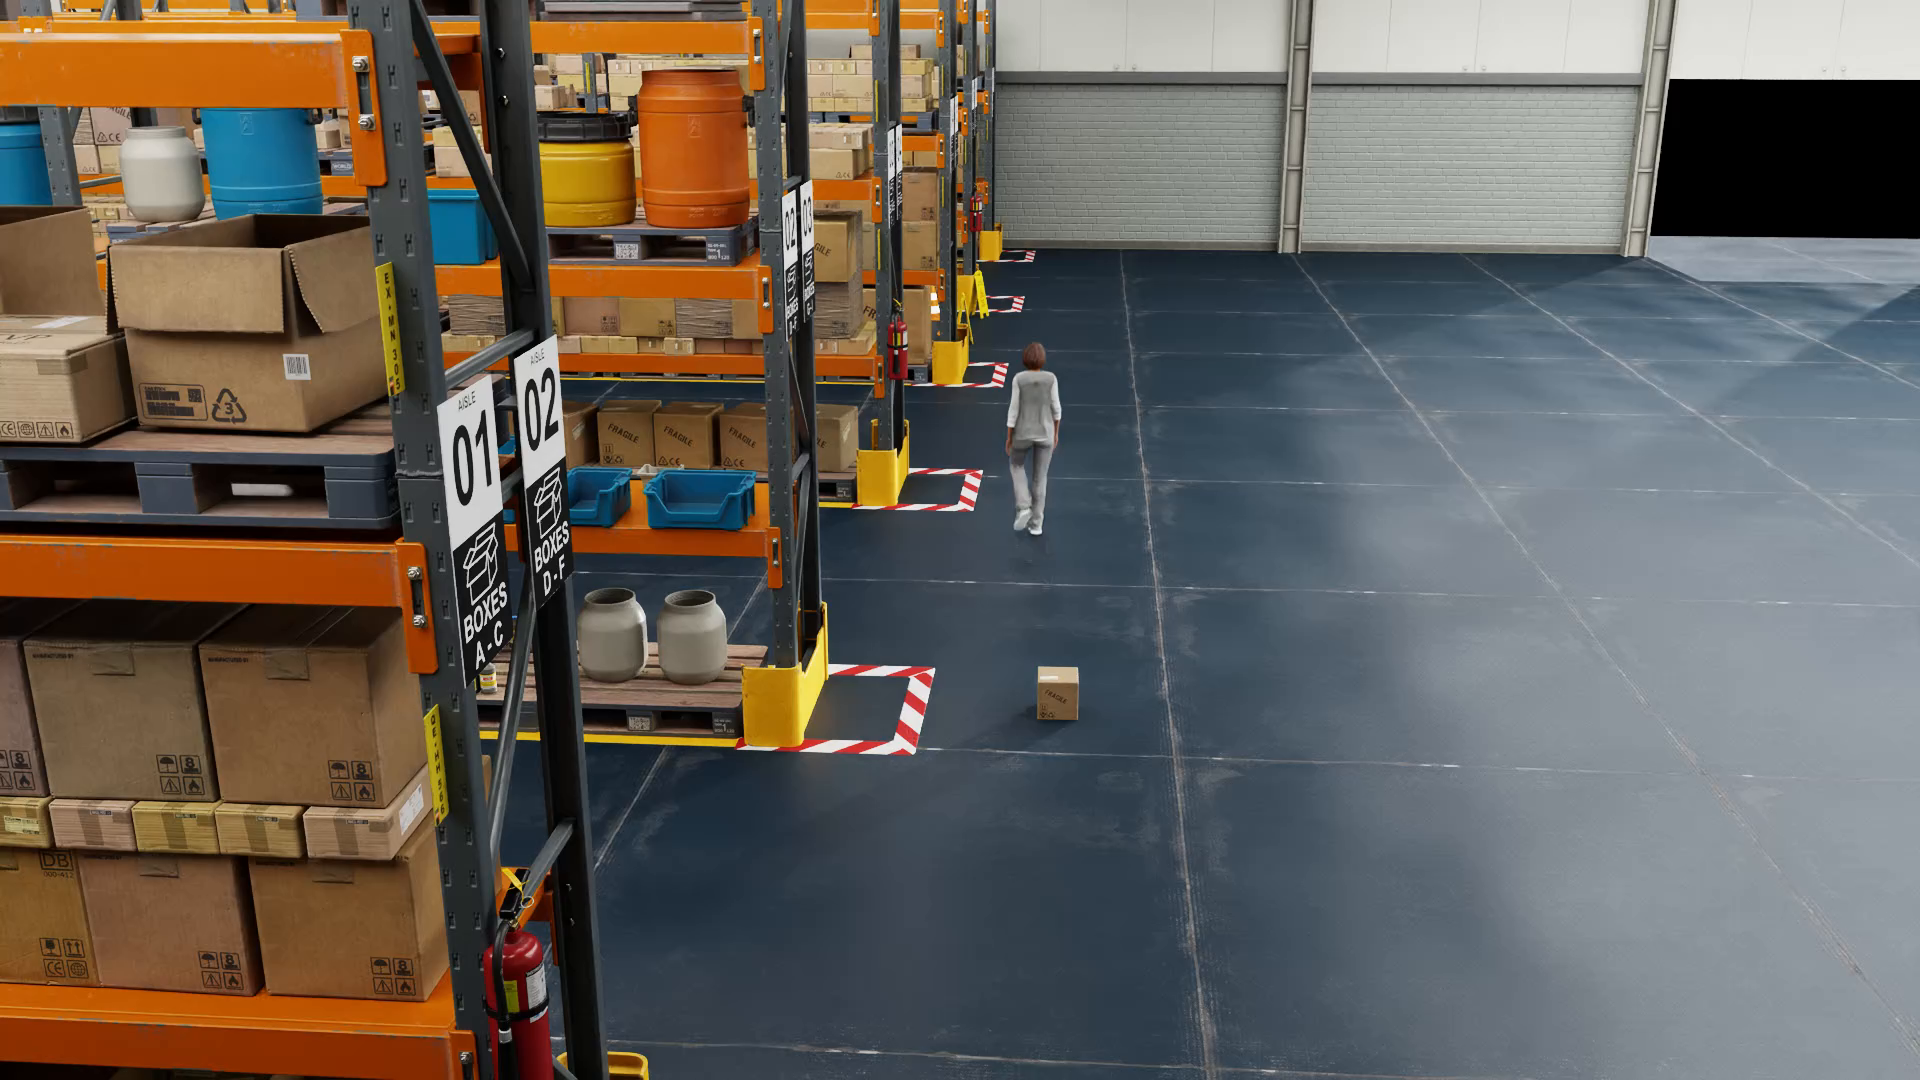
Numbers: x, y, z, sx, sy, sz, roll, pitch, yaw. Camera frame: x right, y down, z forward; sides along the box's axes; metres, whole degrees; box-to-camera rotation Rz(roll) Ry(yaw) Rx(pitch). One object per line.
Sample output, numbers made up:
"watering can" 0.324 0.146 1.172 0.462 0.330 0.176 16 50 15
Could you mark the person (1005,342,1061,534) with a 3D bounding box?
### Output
"person" 0.595 -0.833 13.614 0.456 1.617 0.466 0 18 -1
